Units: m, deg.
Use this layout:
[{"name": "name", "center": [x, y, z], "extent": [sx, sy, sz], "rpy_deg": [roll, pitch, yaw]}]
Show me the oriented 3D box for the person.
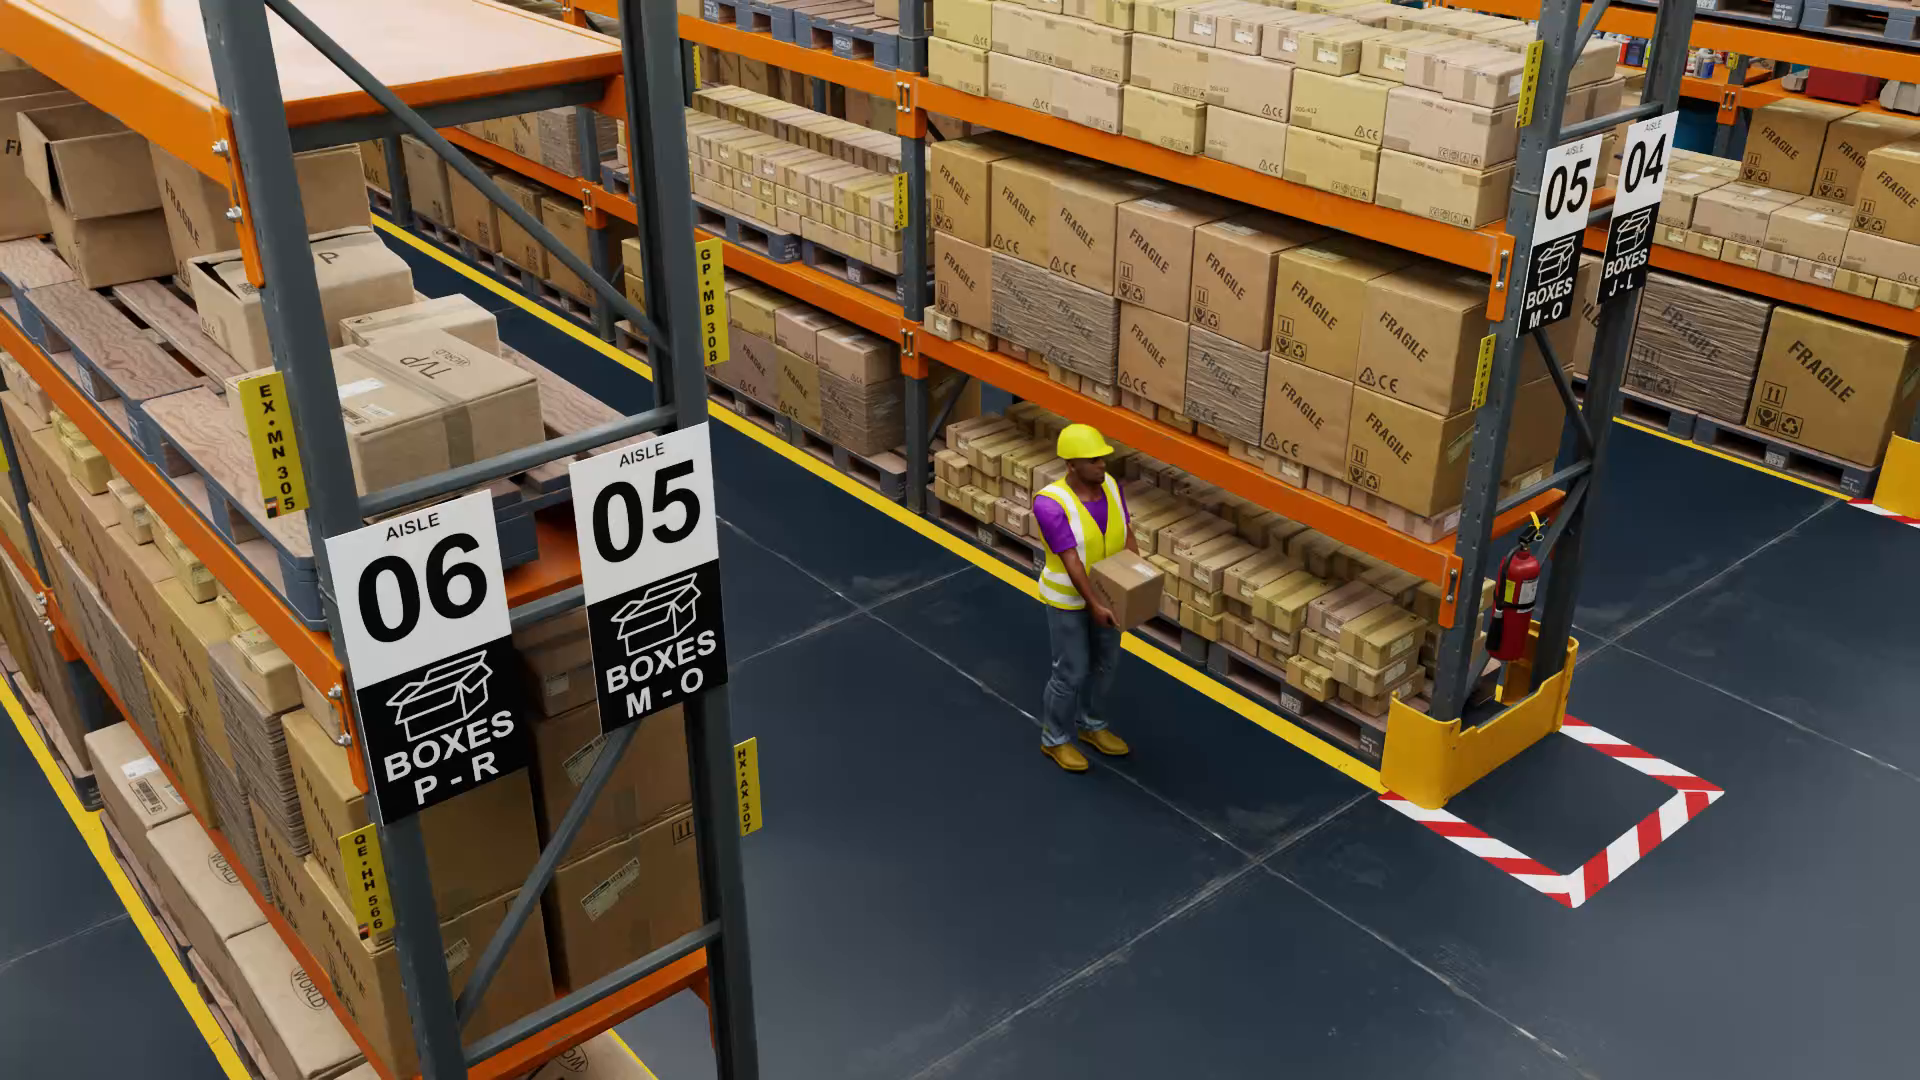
[{"name": "person", "center": [0.665, 0.302, 8.036], "extent": [0.503, 1.760, 0.575], "rpy_deg": [-22, 35, -35]}]
